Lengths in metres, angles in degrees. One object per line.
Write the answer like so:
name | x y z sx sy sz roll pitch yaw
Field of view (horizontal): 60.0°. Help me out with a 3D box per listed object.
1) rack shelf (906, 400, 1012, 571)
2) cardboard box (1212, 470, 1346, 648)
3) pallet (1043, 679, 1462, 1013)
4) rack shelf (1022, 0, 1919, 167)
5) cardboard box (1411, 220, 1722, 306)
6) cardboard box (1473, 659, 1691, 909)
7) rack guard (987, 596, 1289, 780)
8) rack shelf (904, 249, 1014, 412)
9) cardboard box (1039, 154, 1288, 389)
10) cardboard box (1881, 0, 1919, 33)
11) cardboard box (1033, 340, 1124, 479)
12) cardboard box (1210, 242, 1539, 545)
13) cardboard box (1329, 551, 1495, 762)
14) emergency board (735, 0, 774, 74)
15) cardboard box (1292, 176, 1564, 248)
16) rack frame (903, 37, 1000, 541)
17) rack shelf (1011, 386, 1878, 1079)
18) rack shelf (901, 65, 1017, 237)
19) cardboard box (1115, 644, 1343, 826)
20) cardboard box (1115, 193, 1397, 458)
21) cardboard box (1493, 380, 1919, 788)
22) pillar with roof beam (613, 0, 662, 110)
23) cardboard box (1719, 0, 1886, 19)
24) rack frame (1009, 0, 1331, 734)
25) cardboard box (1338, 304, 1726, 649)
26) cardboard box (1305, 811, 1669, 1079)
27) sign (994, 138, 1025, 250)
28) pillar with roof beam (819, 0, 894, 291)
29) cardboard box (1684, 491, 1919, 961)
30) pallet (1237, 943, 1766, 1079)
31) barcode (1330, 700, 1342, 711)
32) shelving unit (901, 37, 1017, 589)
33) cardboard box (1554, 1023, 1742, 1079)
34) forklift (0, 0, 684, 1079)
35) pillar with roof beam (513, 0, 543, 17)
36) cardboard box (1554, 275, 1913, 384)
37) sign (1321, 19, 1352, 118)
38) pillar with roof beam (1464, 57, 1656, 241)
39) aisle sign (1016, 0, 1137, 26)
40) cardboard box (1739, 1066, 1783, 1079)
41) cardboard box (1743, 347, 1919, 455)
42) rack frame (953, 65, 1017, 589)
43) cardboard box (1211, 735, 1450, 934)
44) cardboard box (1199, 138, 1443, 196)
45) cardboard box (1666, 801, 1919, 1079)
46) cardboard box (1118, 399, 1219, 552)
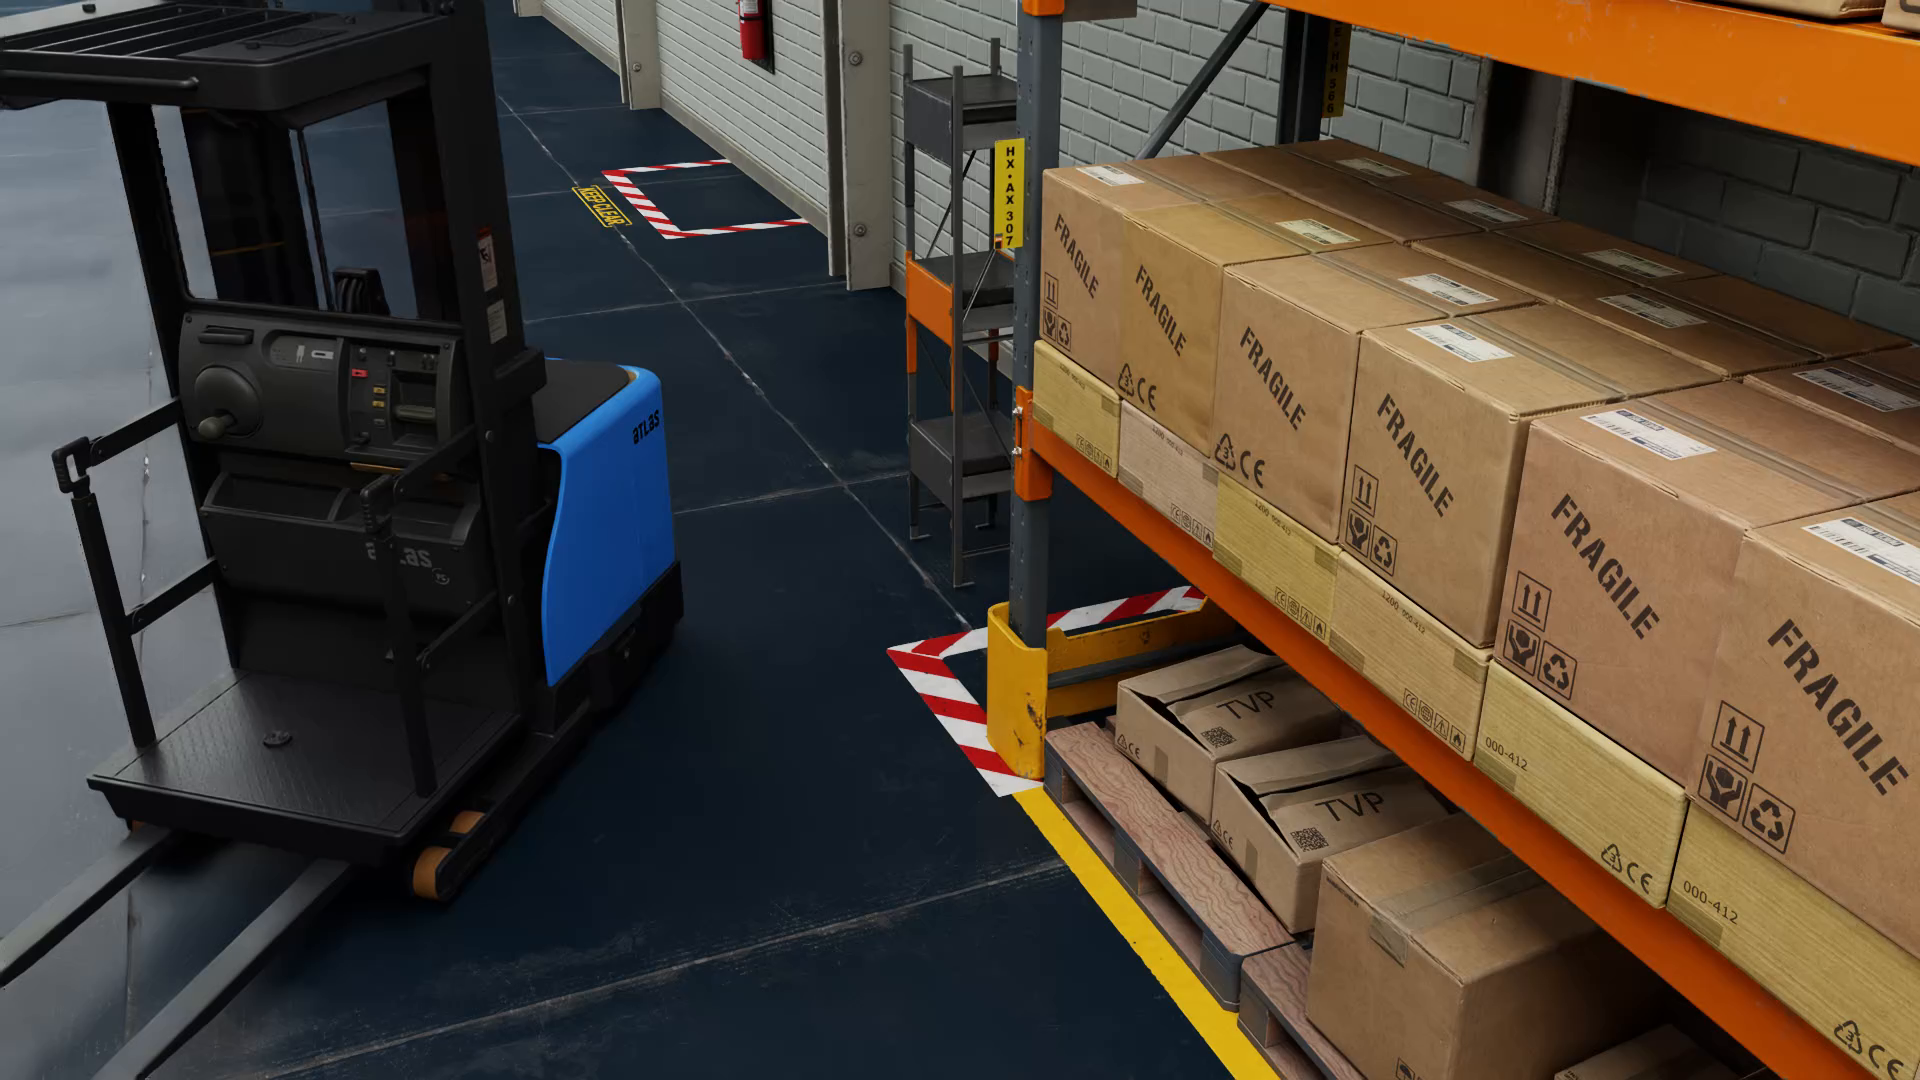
rack shelf | 0.065 -0.235 6.966 0.431 0.518 0.480 -11 28 -21
cardboard box | 0.958 -0.009 3.997 0.500 0.250 0.500 -11 28 -21
pallet | 0.964 0.885 5.196 1.003 0.211 1.213 -11 28 -21
rack shelf | 1.432 -0.950 3.178 1.077 0.370 4.000 -11 28 -21
cardboard box | 1.424 -0.445 4.035 0.500 0.500 0.500 -11 28 -22
cardboard box | 1.352 0.399 3.163 0.500 0.250 0.500 -11 28 -21
rack guard | 0.679 0.421 5.817 1.175 0.500 0.348 -11 28 -21
rack shelf | 0.065 -0.864 6.658 0.431 0.518 0.480 -11 28 -21
cardboard box | 0.559 -0.767 4.695 0.500 0.500 0.500 -11 28 -21
cardboard box | 1.604 -0.887 2.093 0.500 0.500 0.500 -13 29 -25
cardboard box | 0.548 -0.423 4.845 0.500 0.250 0.500 -11 28 -22
cardboard box | 0.940 -0.356 3.854 0.500 0.500 0.500 -12 28 -22
cardboard box | 1.154 0.196 3.579 0.500 0.250 0.500 -10 28 -20
emergency board | -1.563 -4.025 12.075 0.194 1.169 0.643 -11 28 -21
cardboard box | 1.217 -0.653 4.461 0.500 0.500 0.500 -10 28 -20
rack frame | -0.031 -0.975 6.854 0.400 2.100 0.015 -11 28 -21
rack shelf | 1.432 0.398 3.836 1.077 0.370 4.000 -11 28 -21
rack shelf | 0.065 -1.493 6.351 0.431 0.518 0.480 -11 28 -21
cardboard box | 0.837 0.573 5.221 0.500 0.311 0.500 -14 29 -26
cardboard box | 0.744 -0.566 4.283 0.500 0.500 0.500 -10 28 -20
cardboard box | 1.358 0.060 3.001 0.500 0.500 0.500 -11 28 -22
pillar with roof beam | -6.942 -7.399 12.148 9.100 9.000 0.400 -11 28 -21
cardboard box | 1.352 -1.105 2.538 0.500 0.500 0.500 -12 28 -23
rack frame | 0.649 -0.733 5.332 1.000 3.000 0.127 -11 28 -21
cardboard box | 1.153 -0.150 3.431 0.500 0.500 0.500 -10 28 -19
cardboard box | 1.302 1.023 4.084 0.700 0.500 0.500 -12 29 -24
sign | 0.150 -1.028 4.951 0.100 0.325 0.005 -11 28 -21
pillar with roof beam | -4.592 -4.977 7.187 9.100 9.000 0.400 -11 28 -21
cardboard box | 1.545 0.265 2.581 0.500 0.500 0.500 -11 28 -21
pallet | 1.438 1.377 4.189 1.003 0.211 1.213 -11 28 -21
barcode | 1.212 0.507 5.345 0.001 0.075 0.075 -11 28 -21
shelving unit | 0.065 -0.877 6.652 0.431 2.100 0.503 -11 28 -21
cardboard box | 1.607 1.316 3.883 0.380 0.149 0.250 -13 29 -25
forklift | -1.973 -0.419 4.767 1.130 2.935 3.031 7 27 14
pillar with roof beam | -9.291 -9.821 17.109 9.100 9.000 0.400 -11 28 -21
cardboard box | 1.621 -0.241 3.619 0.500 0.500 0.500 -10 28 -20
sign | 1.167 -1.482 5.187 0.100 0.325 0.005 -11 28 -21
pillar with roof beam | -2.242 -2.555 2.226 9.100 9.000 0.400 -11 28 -21
aisle sign | 0.345 -1.878 4.715 0.394 0.787 0.004 -11 28 -21
cardboard box | 1.772 1.396 3.320 0.500 0.500 0.500 -13 29 -24
cardboard box | 1.834 -0.034 3.193 0.500 0.500 0.500 -10 28 -19
rack frame | 0.160 -0.778 6.451 0.400 2.100 0.015 -11 28 -21
cardboard box | 1.060 0.803 4.750 0.500 0.311 0.500 -8 27 -16
cardboard box | 1.029 -0.857 4.881 0.500 0.500 0.500 -11 28 -21
cardboard box | 1.563 0.599 2.753 0.500 0.250 0.500 -10 28 -20
cardboard box | 0.764 -0.215 4.421 0.500 0.250 0.500 -11 28 -22
